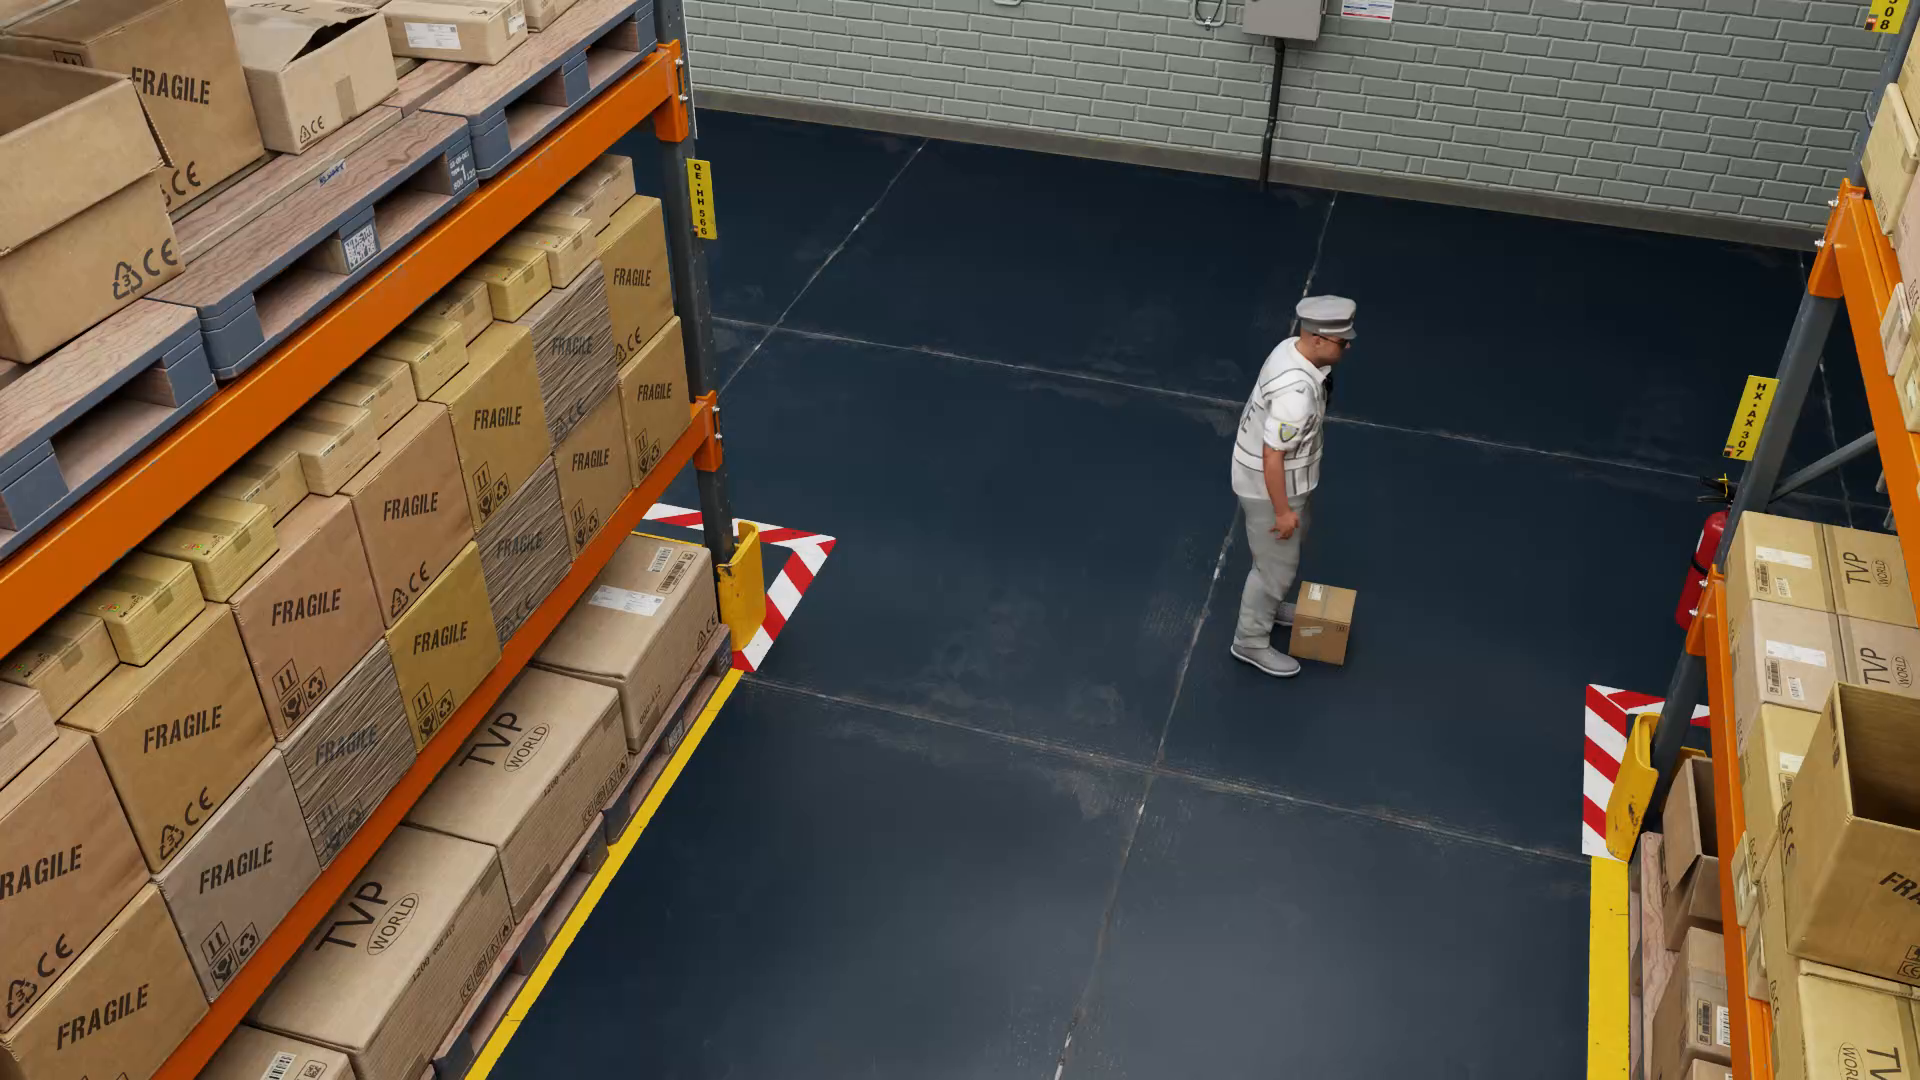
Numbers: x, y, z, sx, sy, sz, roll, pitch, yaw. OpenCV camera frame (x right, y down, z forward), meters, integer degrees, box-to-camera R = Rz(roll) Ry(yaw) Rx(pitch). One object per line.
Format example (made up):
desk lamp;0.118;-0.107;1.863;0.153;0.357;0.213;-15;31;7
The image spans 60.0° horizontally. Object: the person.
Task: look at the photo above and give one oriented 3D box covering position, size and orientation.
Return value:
person;1.401;-0.265;7.238;0.434;1.748;0.585;11;38;14
